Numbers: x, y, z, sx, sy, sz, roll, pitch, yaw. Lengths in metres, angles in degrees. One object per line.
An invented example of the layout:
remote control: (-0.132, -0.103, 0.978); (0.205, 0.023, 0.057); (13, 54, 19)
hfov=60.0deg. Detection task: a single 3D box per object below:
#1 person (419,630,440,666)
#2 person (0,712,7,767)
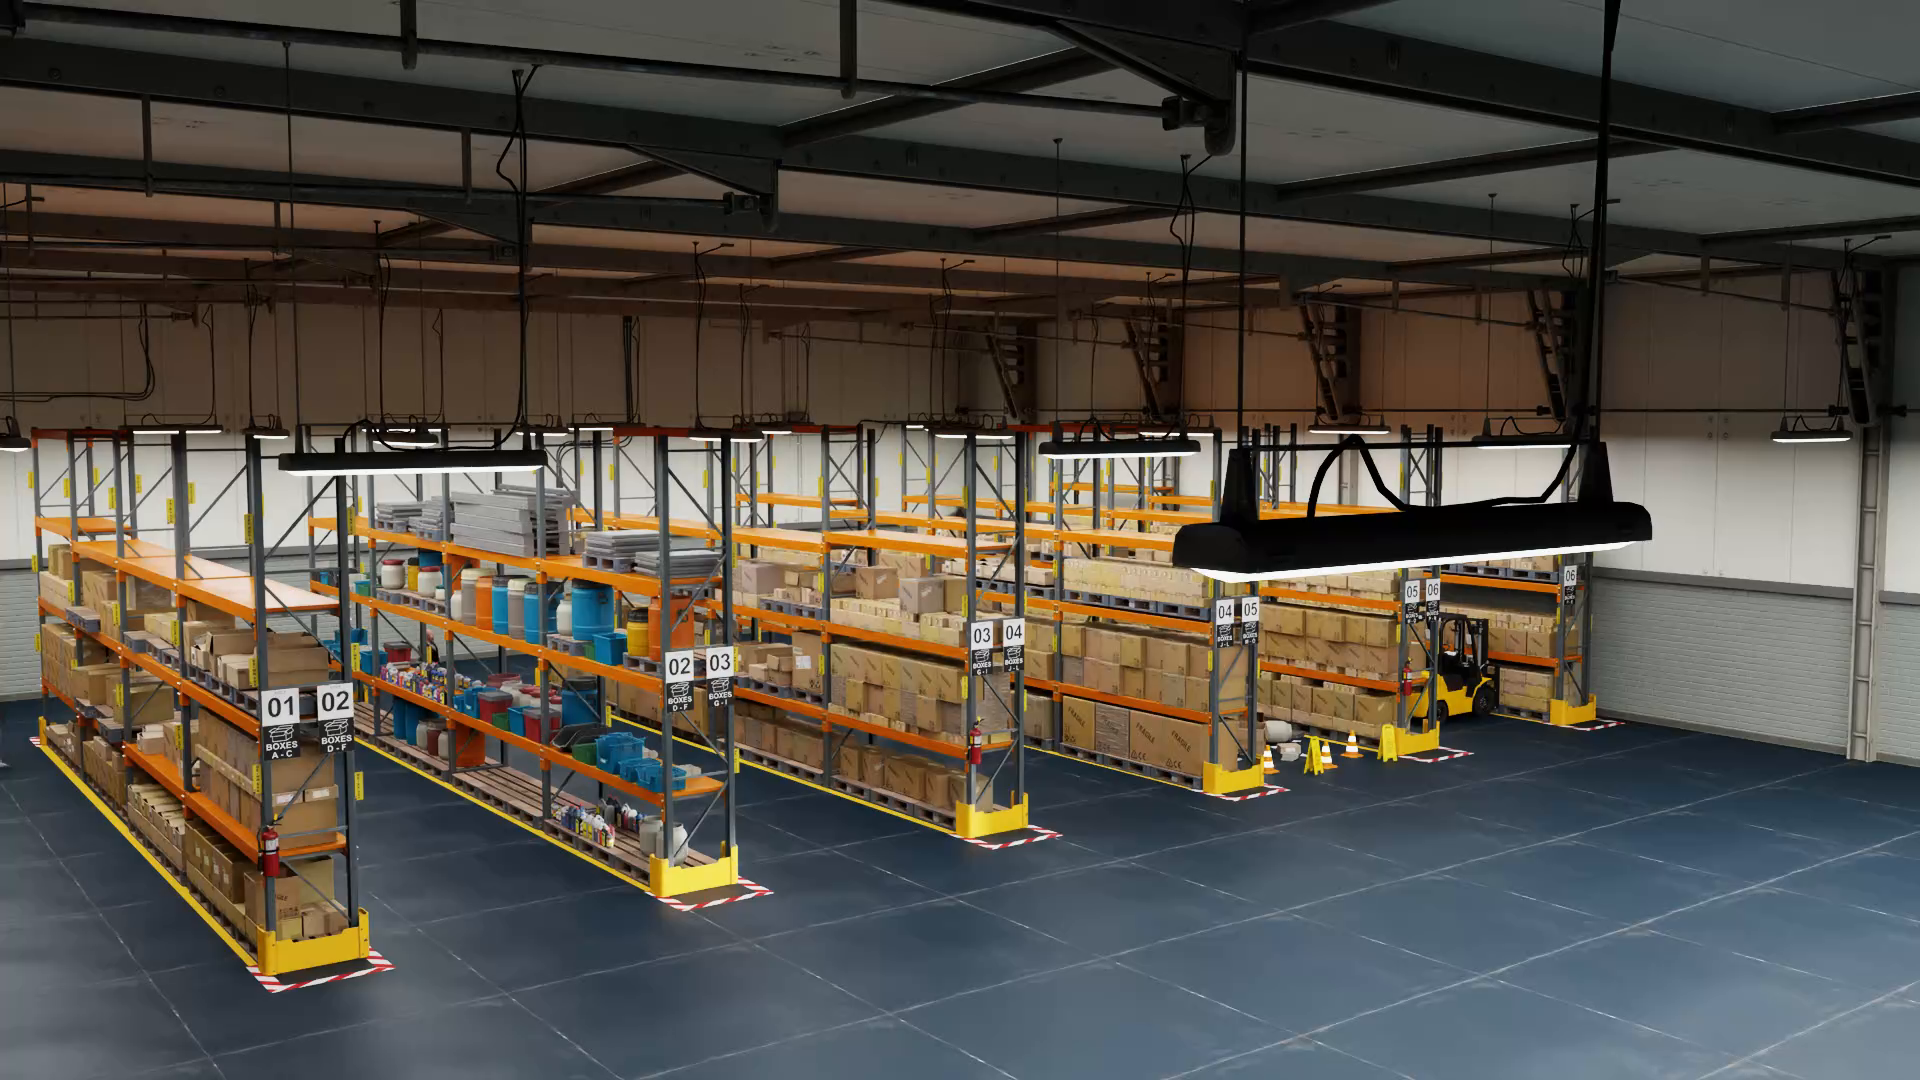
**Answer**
person: (-11.182, 2.722, 35.140); (0.474, 1.656, 1.045); (-4, 6, -41)
person: (-17.181, 3.159, 29.431); (0.516, 1.823, 0.611); (0, 4, 0)
